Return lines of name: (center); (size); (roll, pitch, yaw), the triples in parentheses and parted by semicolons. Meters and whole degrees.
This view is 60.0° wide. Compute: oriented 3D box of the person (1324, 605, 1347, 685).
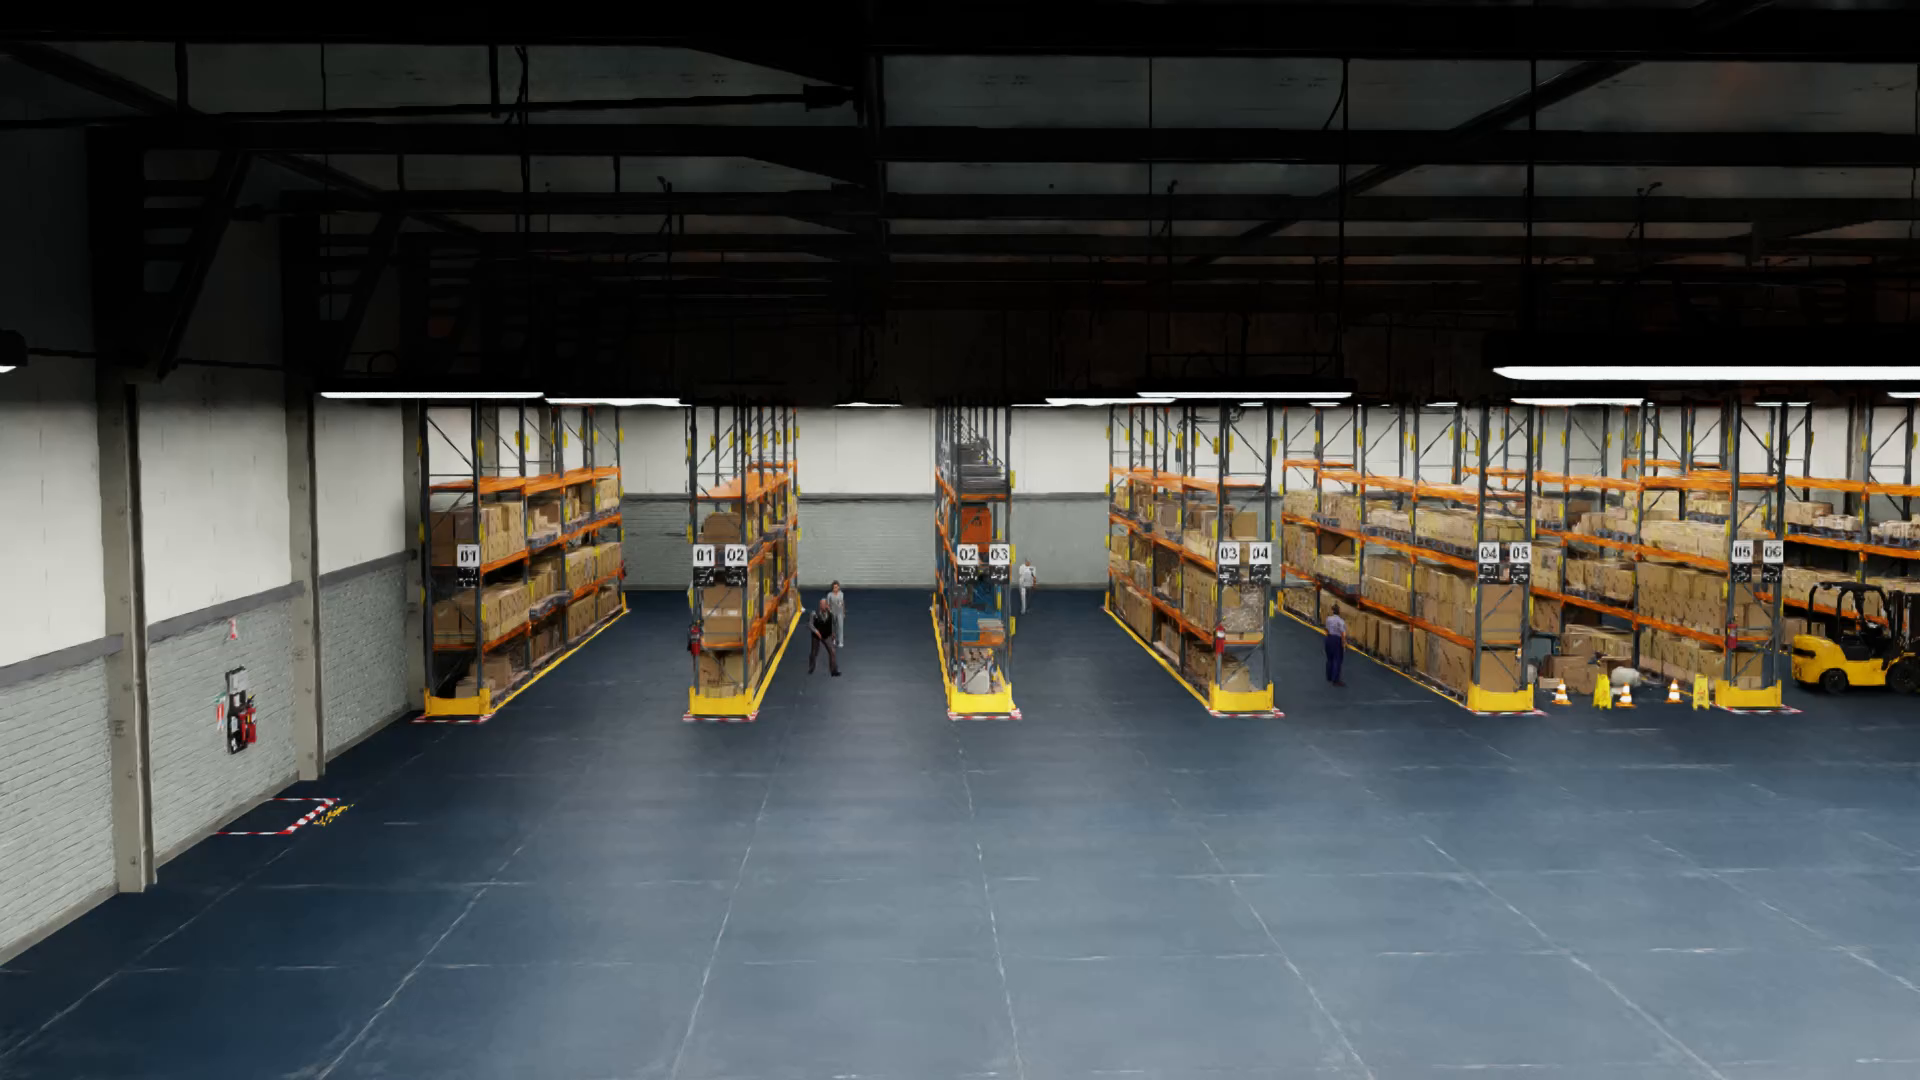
person: (7.844, 2.166, 34.629); (0.427, 1.653, 0.530); (-3, 5, -32)

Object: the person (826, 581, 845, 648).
person: (-2.996, 1.763, 39.946); (0.449, 1.586, 1.099); (0, 5, -4)

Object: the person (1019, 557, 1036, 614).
person: (1.897, 1.249, 46.590); (0.482, 1.579, 1.072); (0, 5, -4)

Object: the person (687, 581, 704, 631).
person: (-6.762, 1.581, 42.952); (0.566, 1.541, 0.519); (0, 5, -4)

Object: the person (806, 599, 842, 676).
person: (-2.961, 2.076, 35.752); (0.683, 1.662, 0.837); (-2, 5, -19)
